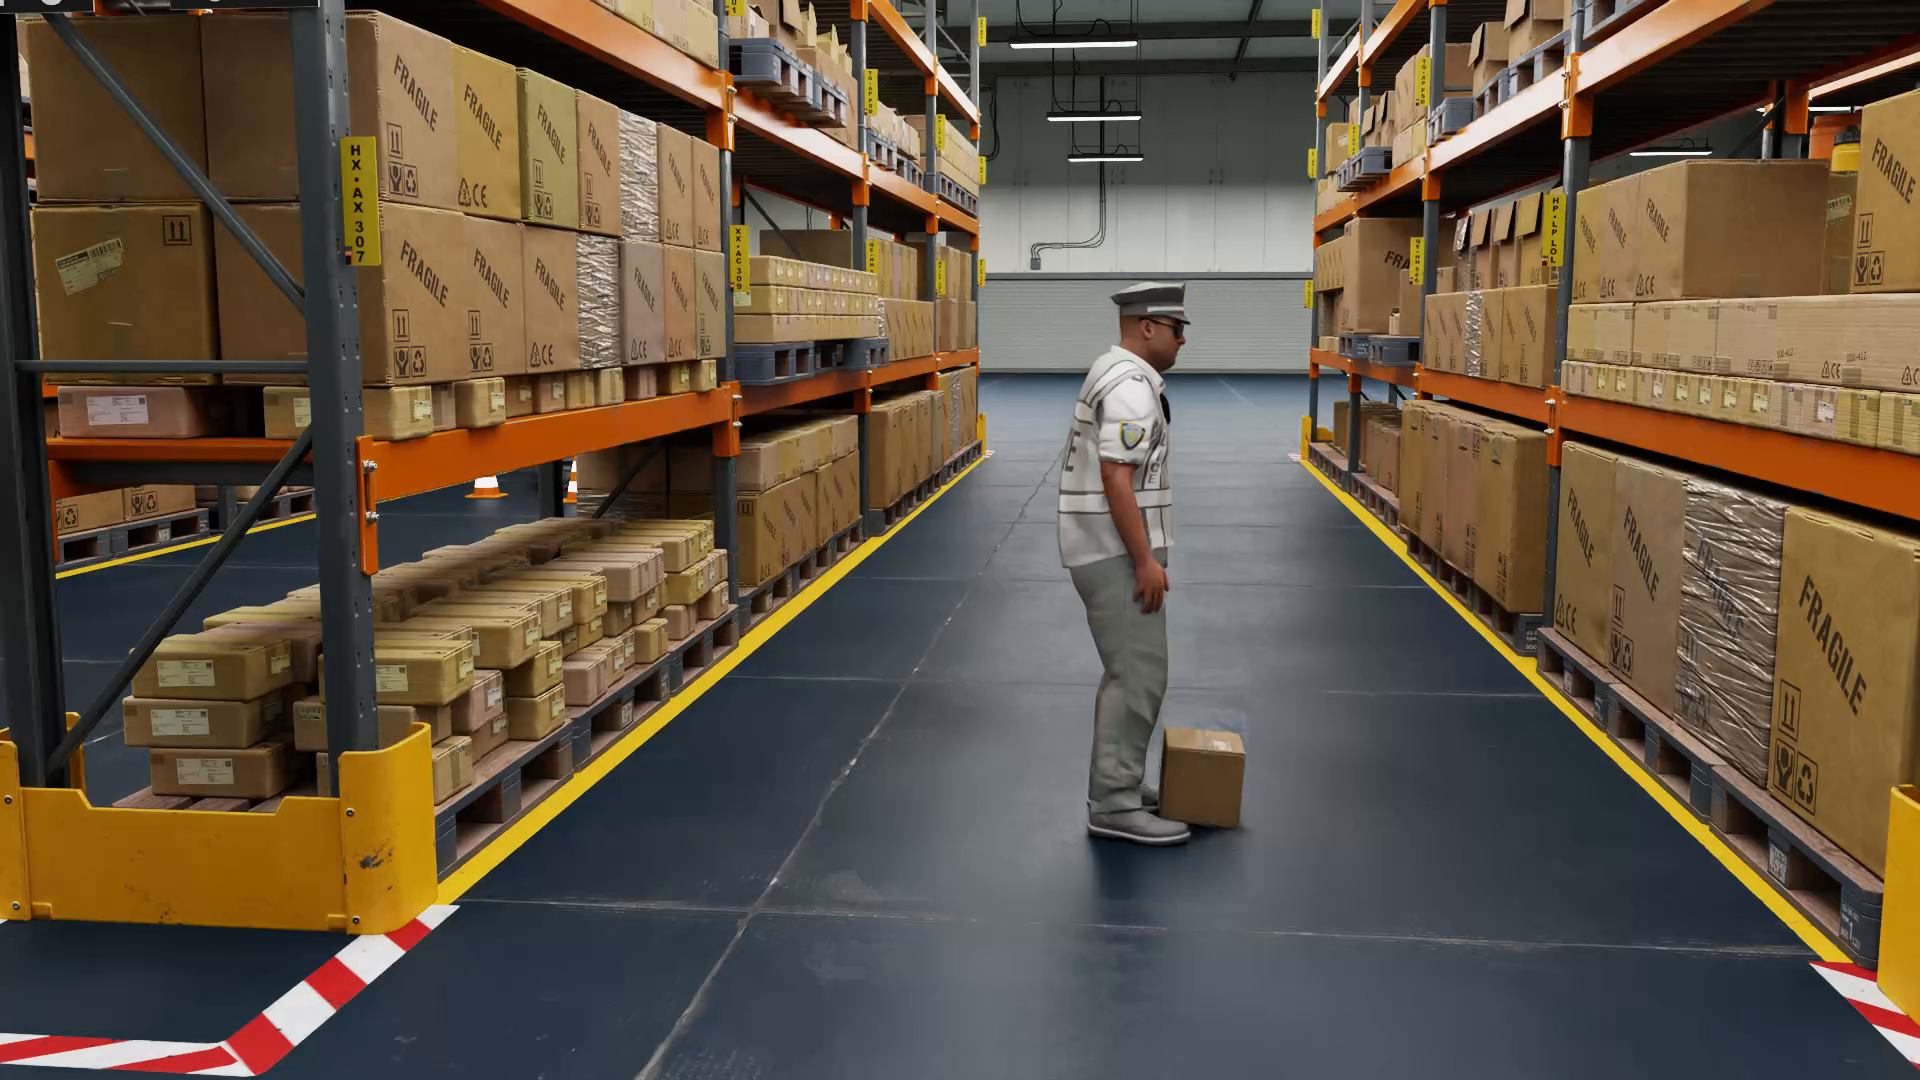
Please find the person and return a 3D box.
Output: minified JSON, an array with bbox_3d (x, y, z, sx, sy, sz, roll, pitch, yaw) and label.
[{"bbox_3d":[0.527,0.053,5.364,0.435,1.747,0.584,1,8,4],"label":"person"}]
